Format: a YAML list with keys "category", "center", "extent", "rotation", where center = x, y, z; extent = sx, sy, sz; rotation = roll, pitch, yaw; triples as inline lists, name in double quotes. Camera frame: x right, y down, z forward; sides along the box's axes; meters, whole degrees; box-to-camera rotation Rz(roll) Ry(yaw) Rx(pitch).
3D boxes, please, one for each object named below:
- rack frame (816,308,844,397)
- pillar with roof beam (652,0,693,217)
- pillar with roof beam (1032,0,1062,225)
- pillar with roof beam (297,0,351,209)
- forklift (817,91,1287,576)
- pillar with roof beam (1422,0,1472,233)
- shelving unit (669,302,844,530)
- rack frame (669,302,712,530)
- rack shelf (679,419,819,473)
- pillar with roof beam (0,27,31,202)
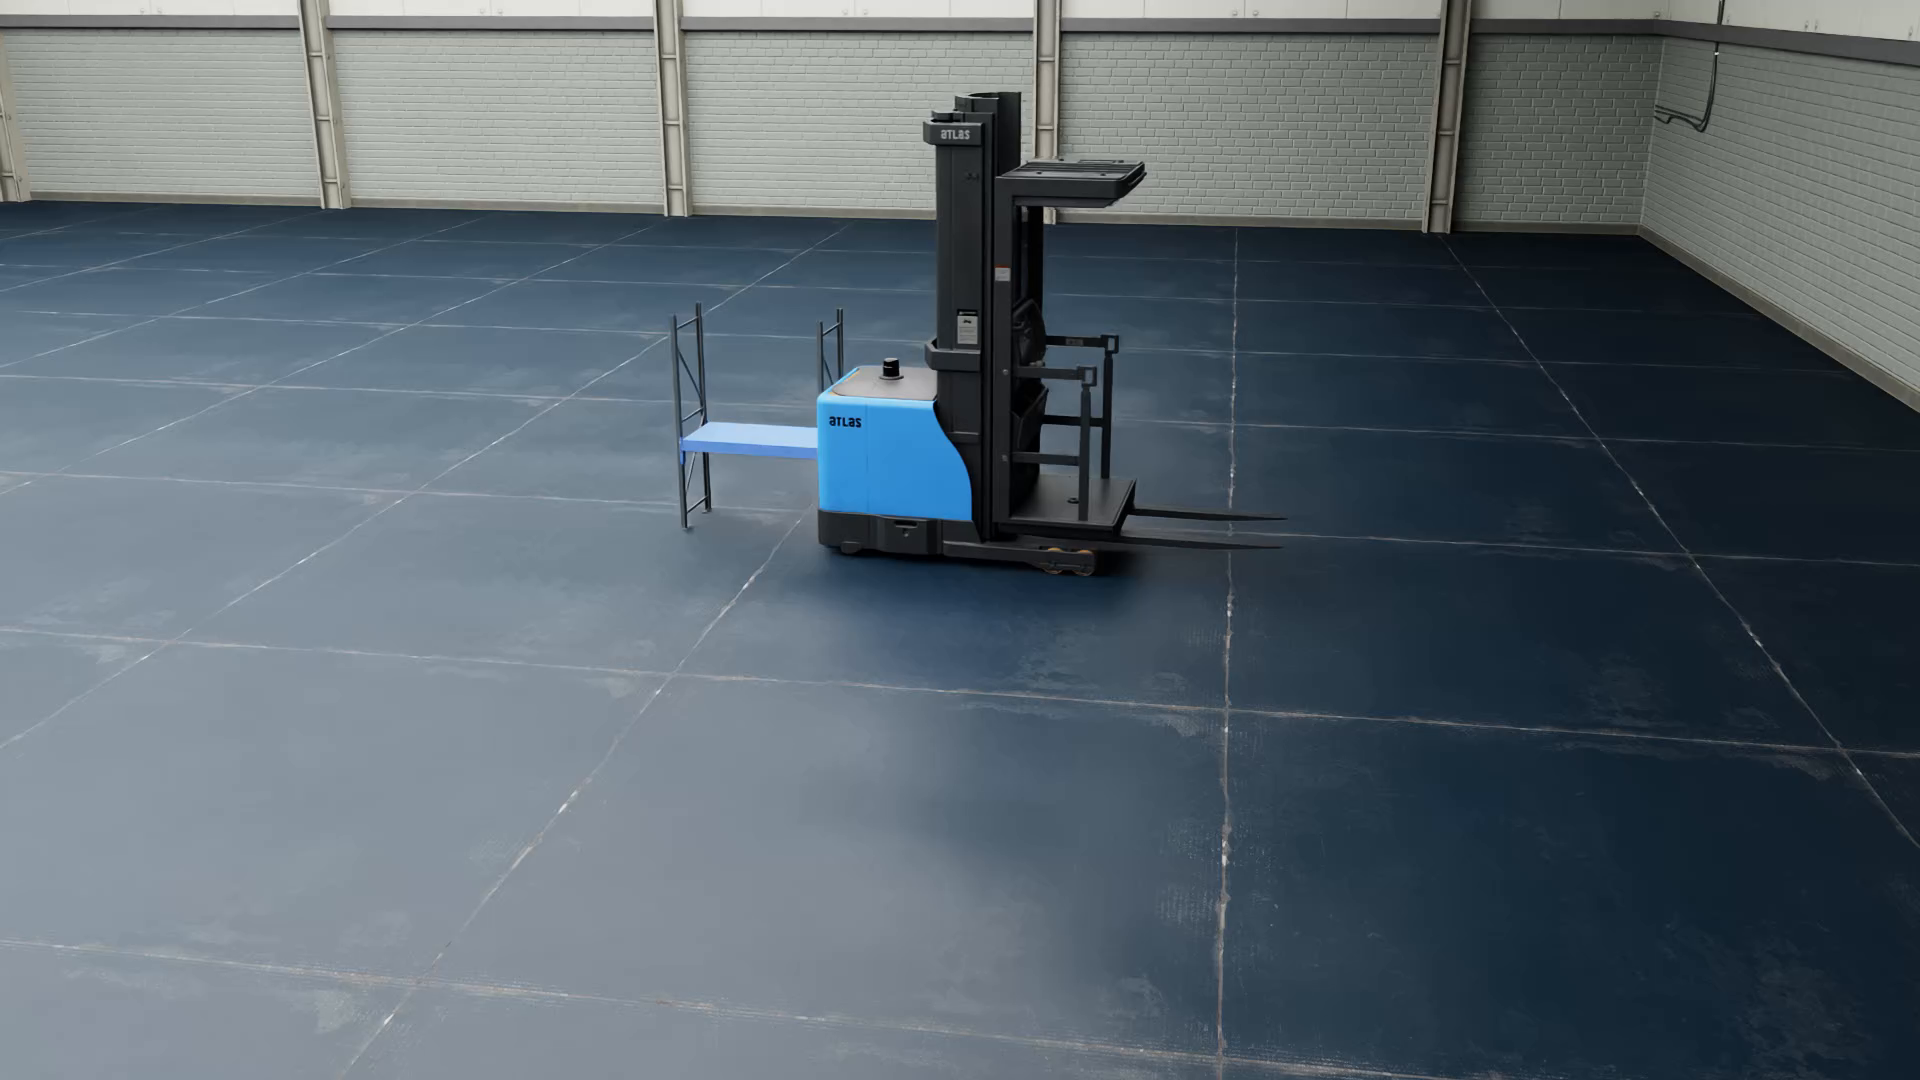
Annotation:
- category: "rack frame"
  center: [-0.868, -0.785, 11.287]
  extent: [0.032, 1.500, 0.500]
  rotation: [4, 19, 12]
- category: "pillar with roof beam"
  center: [-5.275, -8.226, 21.707]
  extent: [0.400, 9.000, 9.100]
  rotation: [3, 19, 9]
- category: "pillar with roof beam"
  center: [0.649, -7.924, 20.805]
  extent: [0.400, 9.000, 9.100]
  rotation: [3, 19, 9]
- category: "pillar with roof beam"
  center: [-11.199, -8.528, 22.610]
  extent: [0.400, 9.000, 9.100]
  rotation: [3, 19, 9]
- category: "forklift"
  center: [0.631, -1.344, 10.701]
  extent: [3.031, 2.935, 1.130]
  rotation: [4, 19, 12]
- category: "pillar with roof beam"
  center: [6.573, -7.623, 19.902]
  extent: [0.400, 9.000, 9.100]
  rotation: [3, 19, 9]
- category: "shelving unit"
  center: [-1.363, -0.821, 11.394]
  extent: [1.048, 1.500, 0.538]
  rotation: [4, 19, 12]
- category: "rack frame"
  center: [-1.859, -0.857, 11.502]
  extent: [0.032, 1.500, 0.500]
  rotation: [4, 19, 12]
- category: "rack shelf"
  center: [-1.363, -0.651, 11.451]
  extent: [1.000, 0.185, 0.538]
  rotation: [4, 19, 12]
- category: "pillar with roof beam"
  center: [-17.123, -8.830, 23.512]
  extent: [0.400, 9.000, 9.100]
  rotation: [3, 19, 9]
